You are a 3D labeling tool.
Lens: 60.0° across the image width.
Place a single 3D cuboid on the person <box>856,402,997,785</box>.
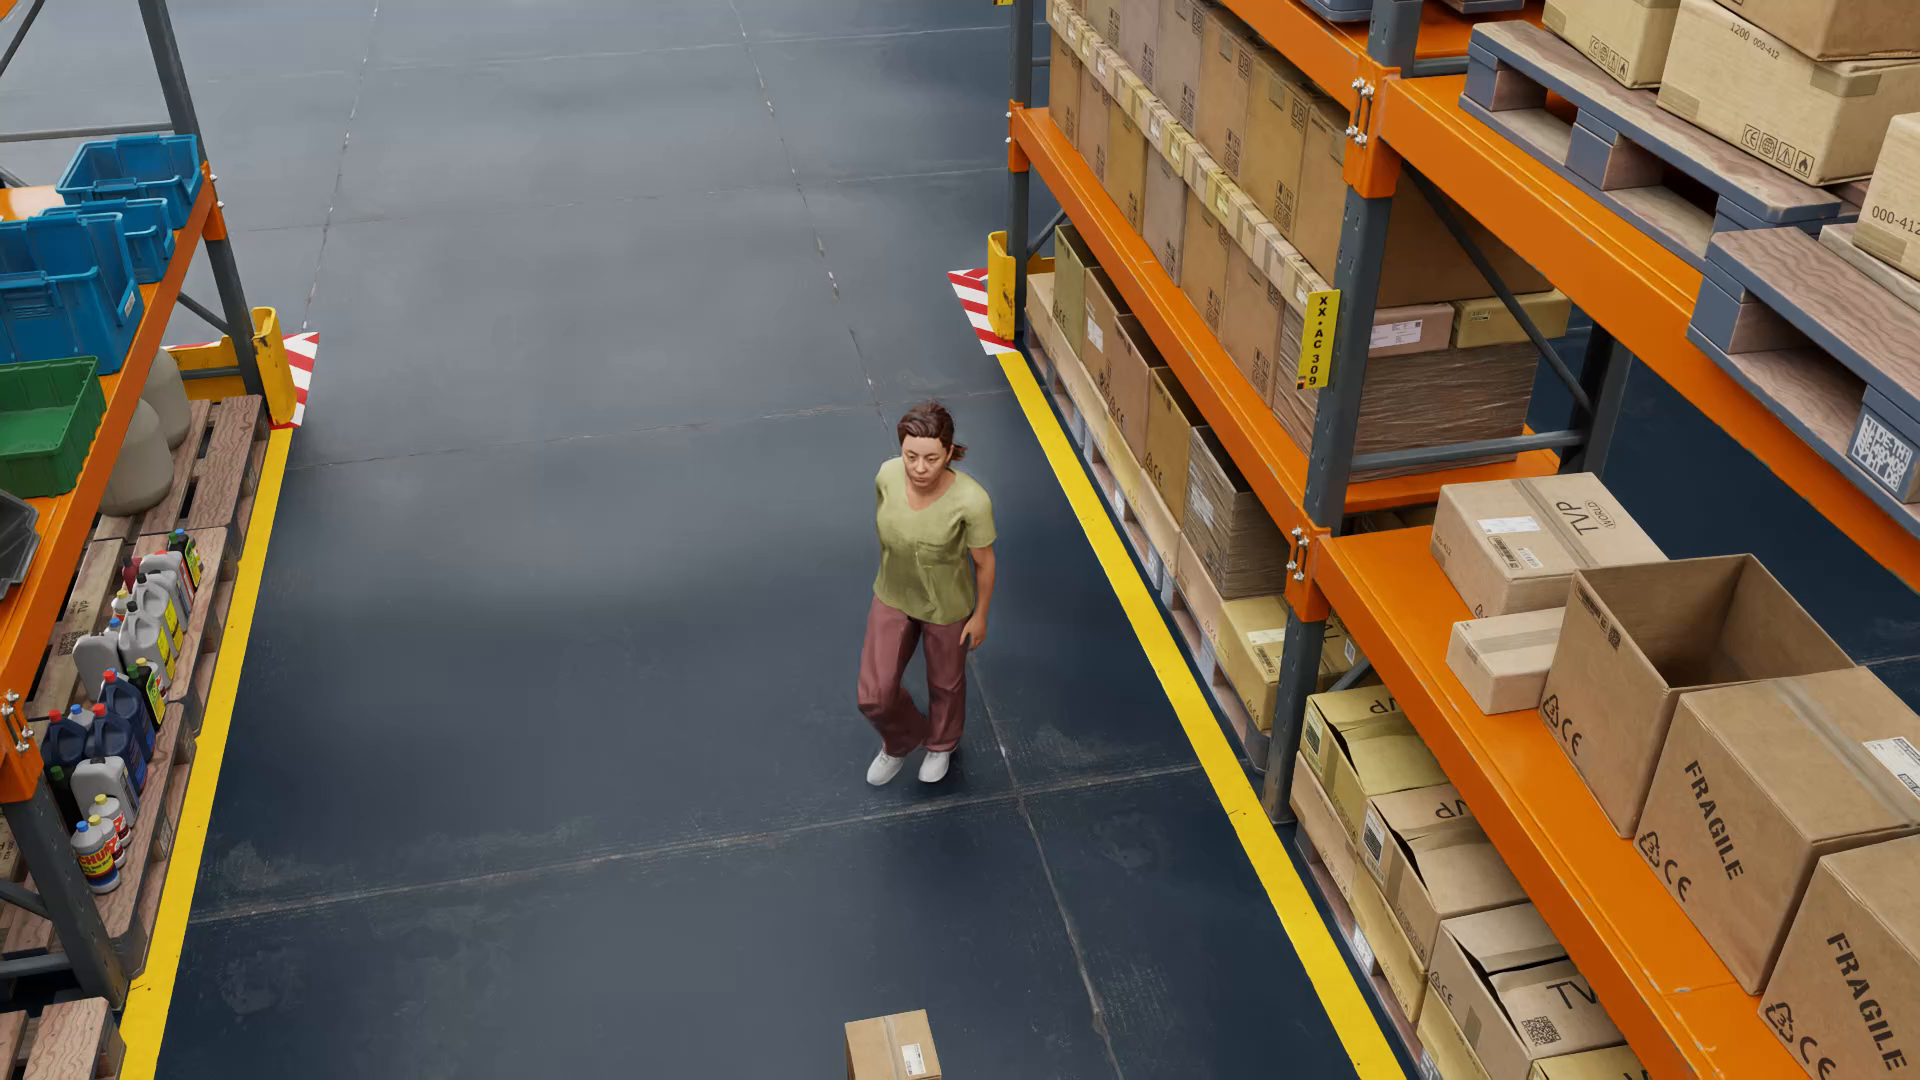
[{"bbox_3d":[-0.099,0.220,5.798,0.476,1.651,0.509,11,36,15],"label":"person"}]
